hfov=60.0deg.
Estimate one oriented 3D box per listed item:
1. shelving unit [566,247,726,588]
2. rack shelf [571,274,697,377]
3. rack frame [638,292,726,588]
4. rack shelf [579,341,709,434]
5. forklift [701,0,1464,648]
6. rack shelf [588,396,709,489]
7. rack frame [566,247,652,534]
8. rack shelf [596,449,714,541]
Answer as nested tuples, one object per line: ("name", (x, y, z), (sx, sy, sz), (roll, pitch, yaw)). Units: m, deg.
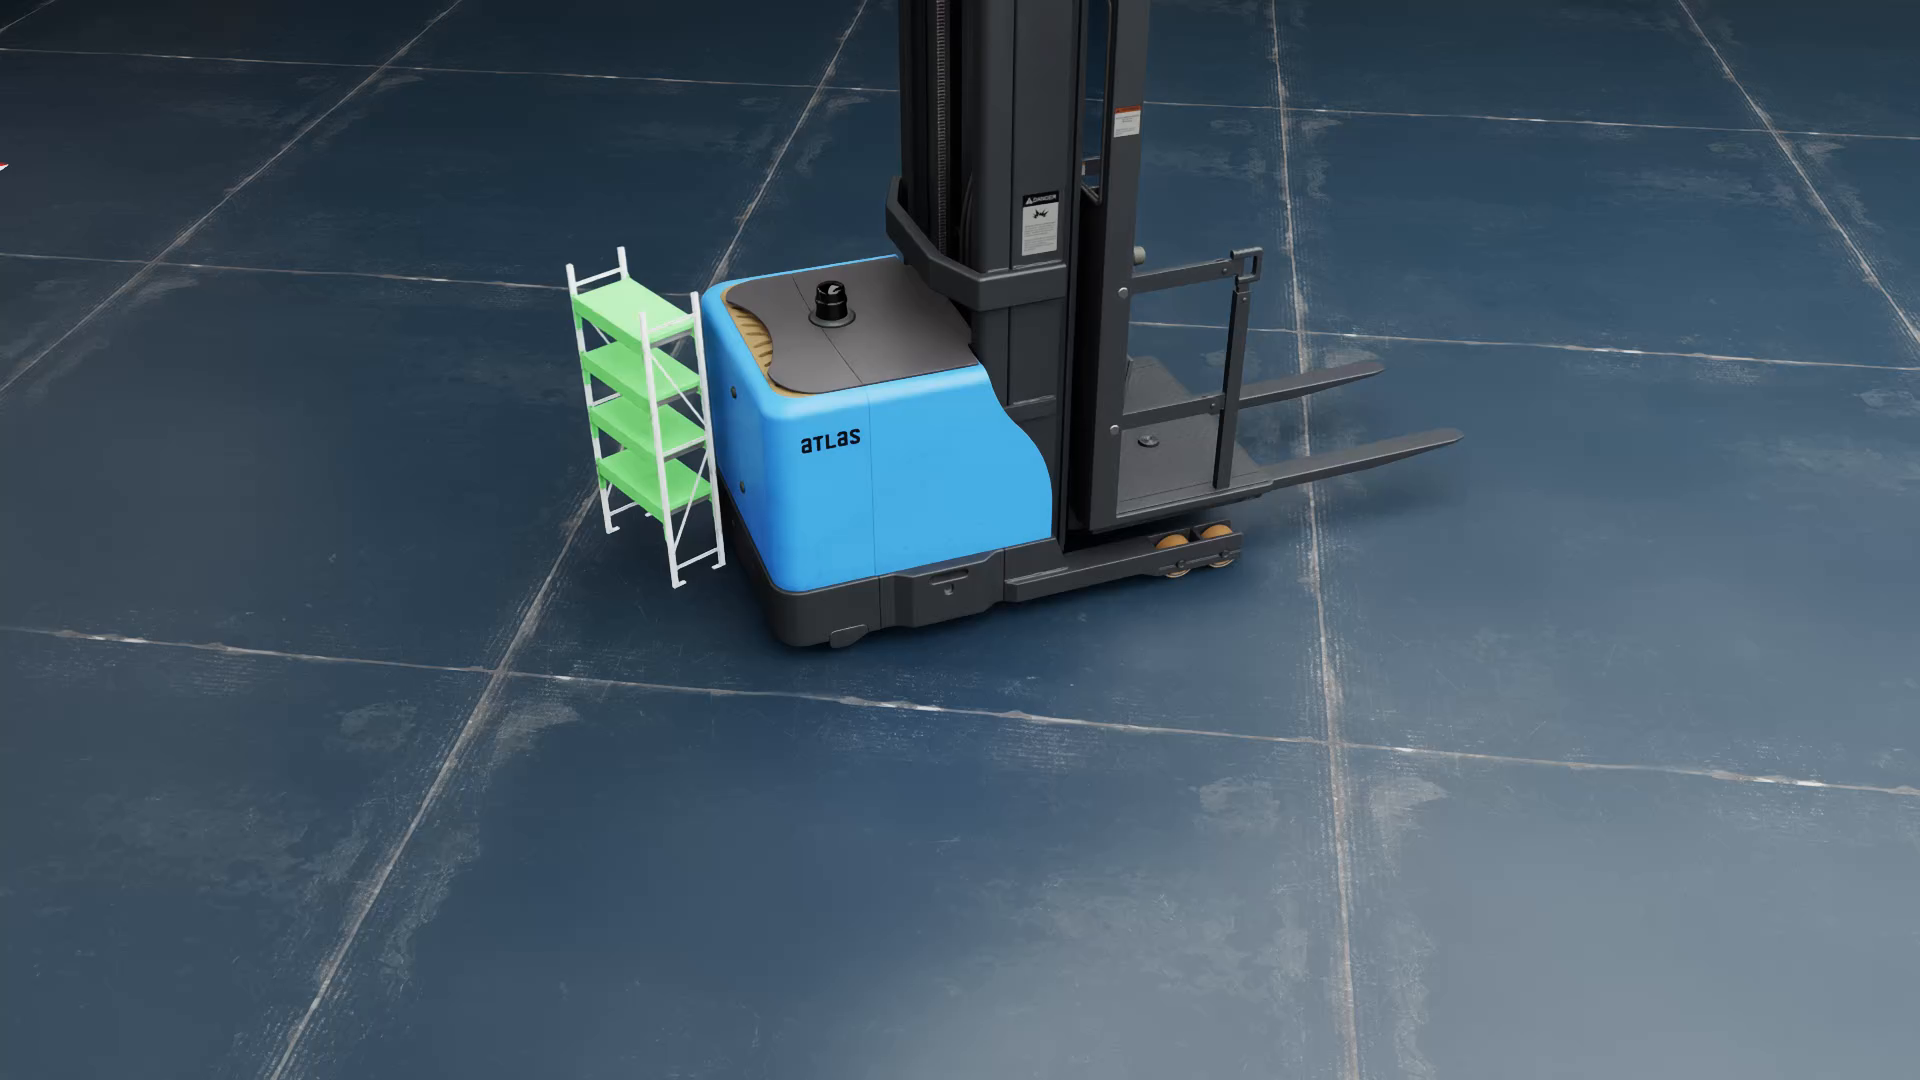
("shelving unit", (-1.189, -0.455, 6.354), (0.258, 1.200, 0.503), (-27, 44, -33))
("rack shelf", (-1.189, -0.793, 6.113), (0.258, 0.148, 0.480), (-27, 44, -33))
("rack frame", (-1.028, -0.348, 6.205), (0.240, 1.200, 0.015), (-27, 44, -33))
("rack shelf", (-1.189, -0.598, 6.252), (0.258, 0.148, 0.480), (-27, 44, -33))
("forklift", (0.586, -1.321, 6.077), (3.031, 2.935, 1.130), (-12, 37, -17))
("rack shelf", (-1.189, -0.403, 6.391), (0.258, 0.148, 0.480), (-27, 44, -33))
("rack frame", (-1.350, -0.561, 6.504), (0.240, 1.200, 0.015), (-27, 44, -33))
("rack shelf", (-1.189, -0.207, 6.531), (0.258, 0.148, 0.480), (-27, 44, -33))
